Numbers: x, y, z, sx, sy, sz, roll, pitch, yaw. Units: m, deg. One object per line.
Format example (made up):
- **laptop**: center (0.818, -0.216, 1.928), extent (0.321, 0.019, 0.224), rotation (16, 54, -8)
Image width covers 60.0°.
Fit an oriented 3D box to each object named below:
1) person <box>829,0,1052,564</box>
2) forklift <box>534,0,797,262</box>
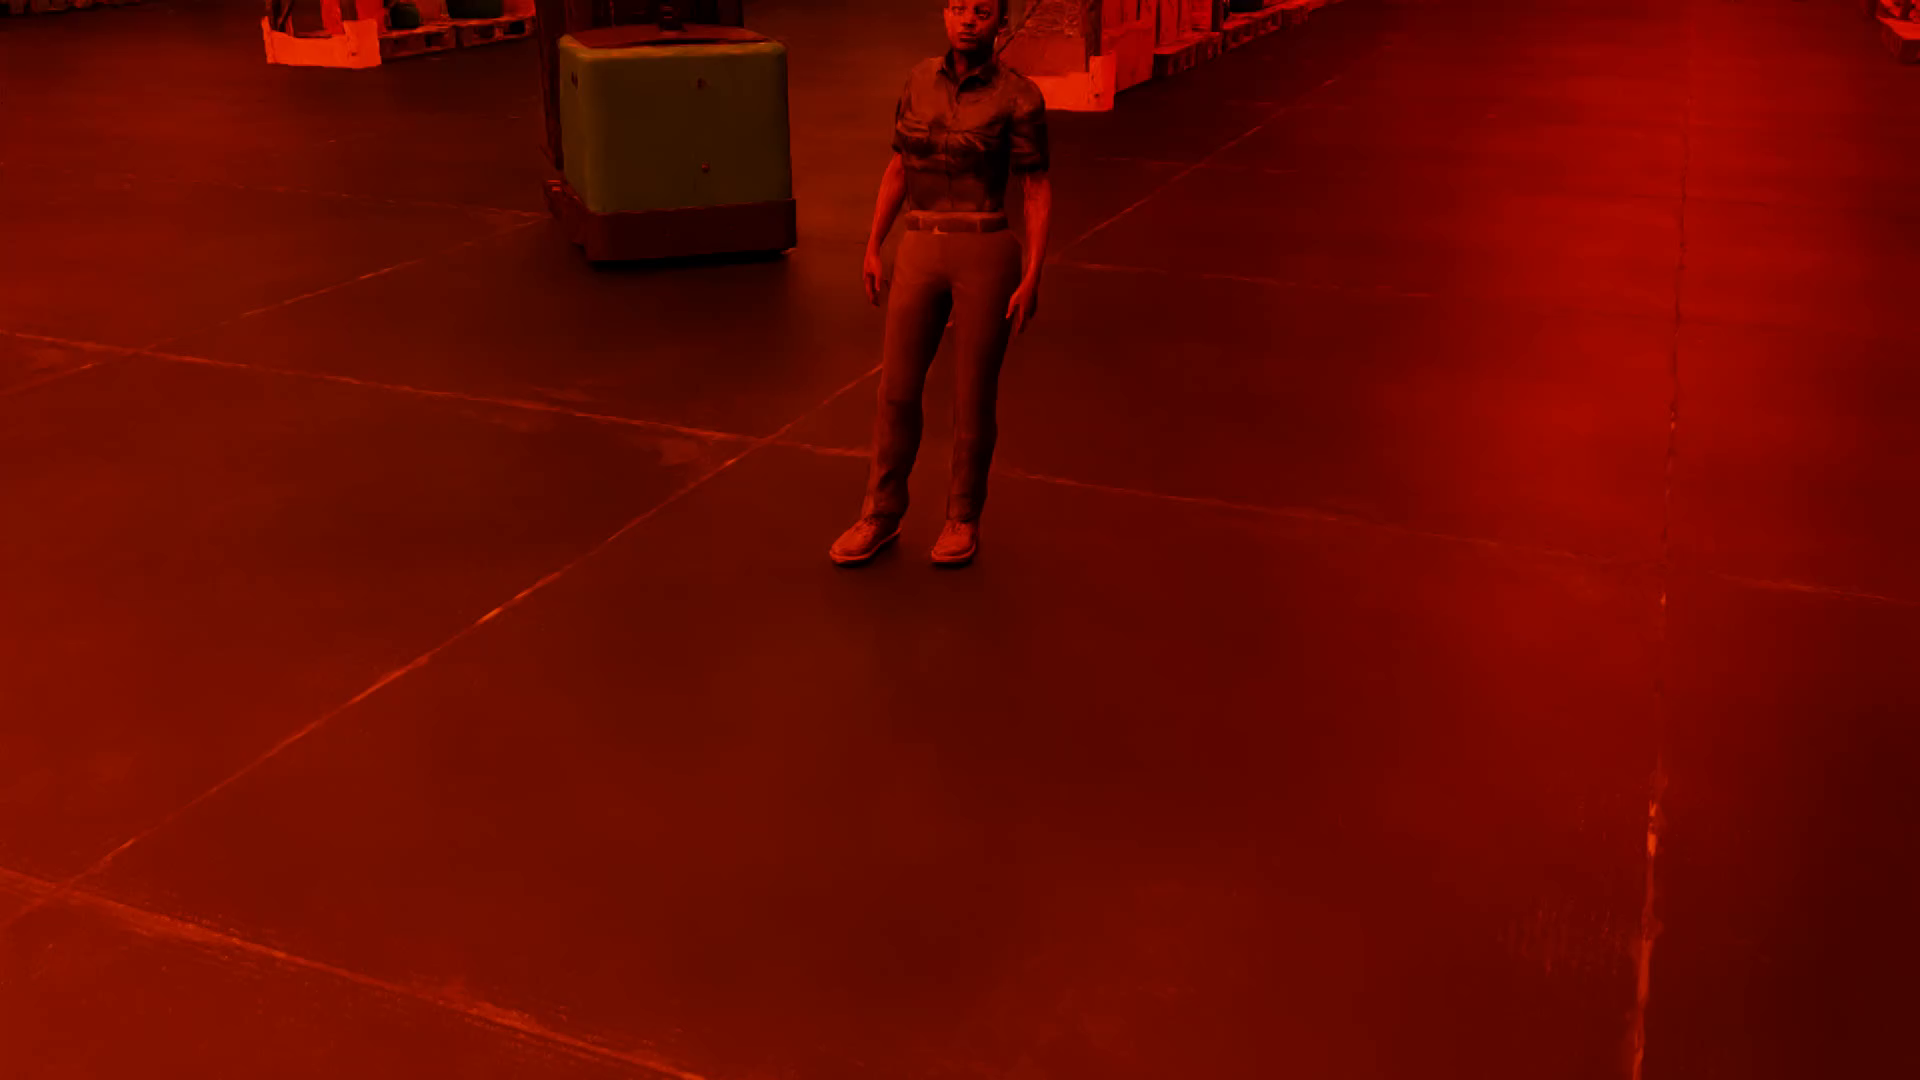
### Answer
- **person**: center (-0.051, -0.736, 4.705), extent (0.570, 1.642, 0.503), rotation (9, 24, 21)
- **forklift**: center (-1.807, -3.266, 9.107), extent (1.130, 2.935, 3.031), rotation (-8, 24, -18)
